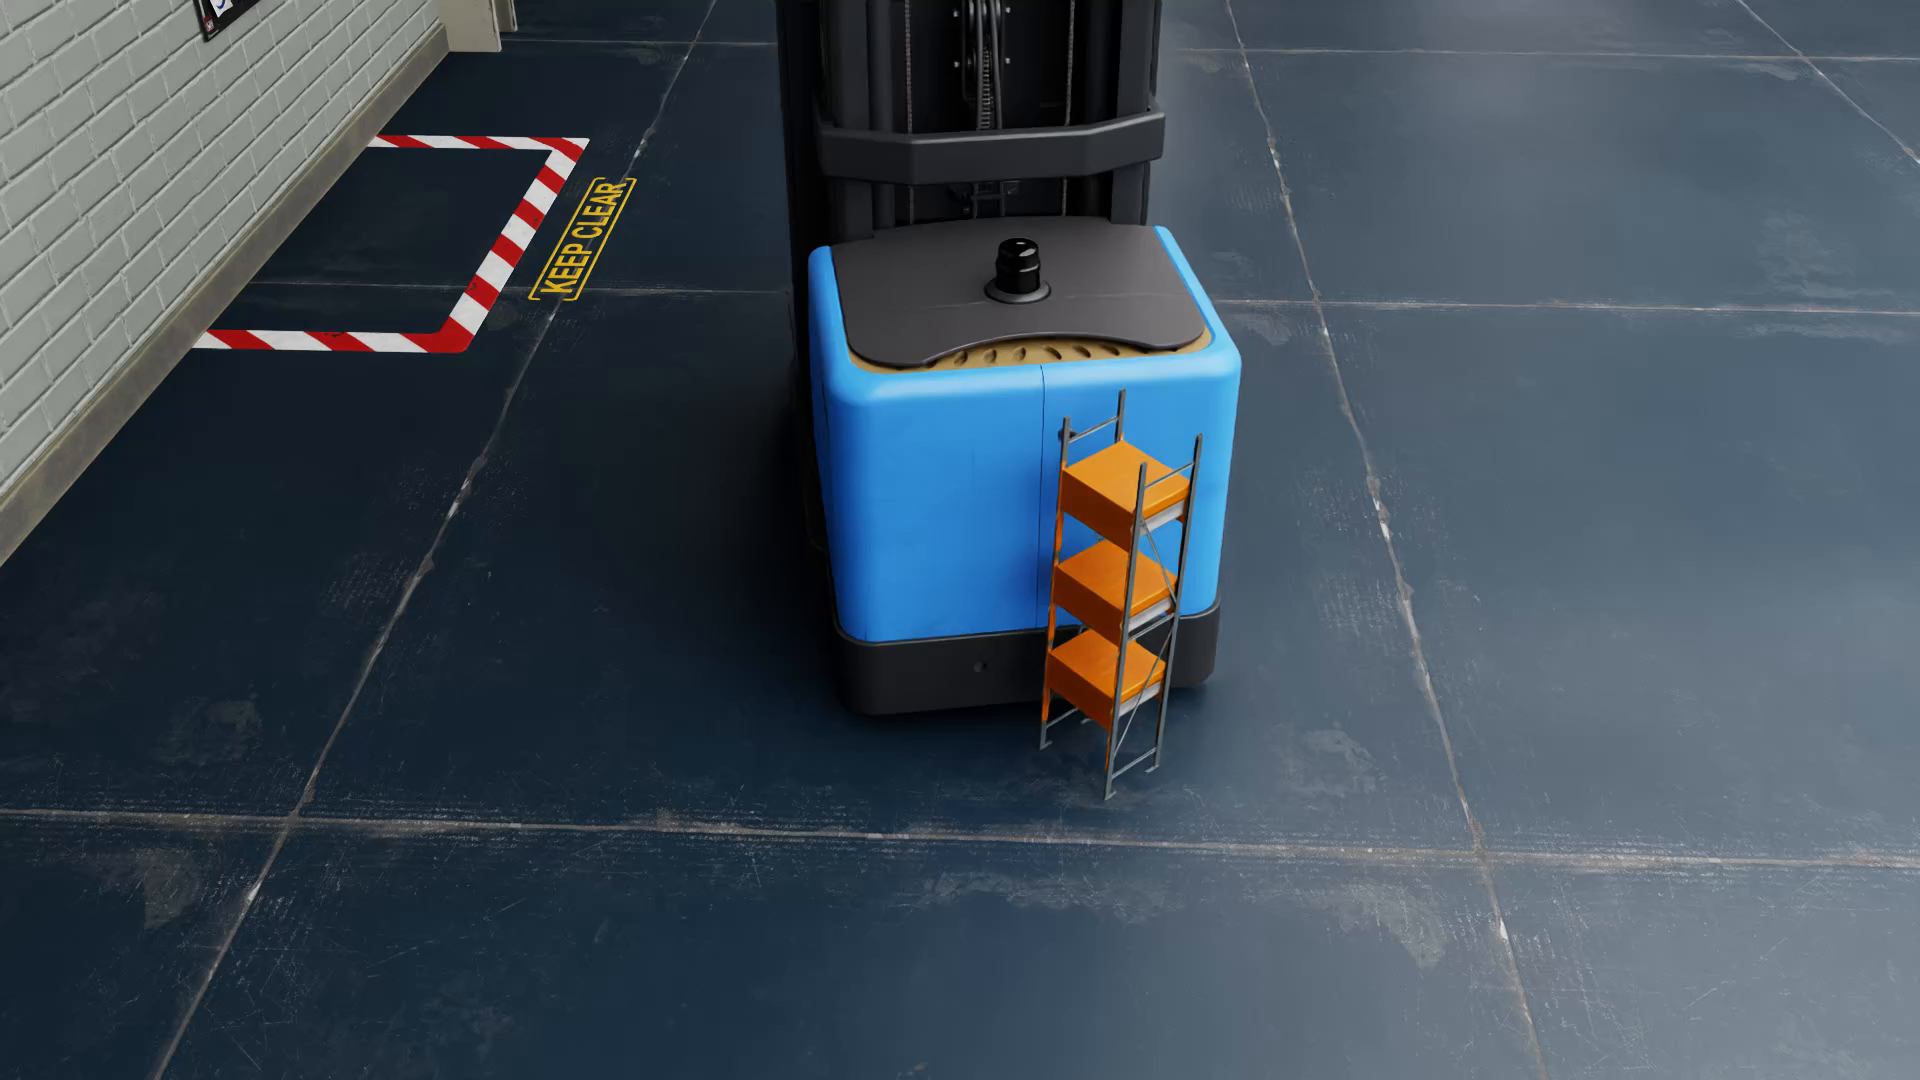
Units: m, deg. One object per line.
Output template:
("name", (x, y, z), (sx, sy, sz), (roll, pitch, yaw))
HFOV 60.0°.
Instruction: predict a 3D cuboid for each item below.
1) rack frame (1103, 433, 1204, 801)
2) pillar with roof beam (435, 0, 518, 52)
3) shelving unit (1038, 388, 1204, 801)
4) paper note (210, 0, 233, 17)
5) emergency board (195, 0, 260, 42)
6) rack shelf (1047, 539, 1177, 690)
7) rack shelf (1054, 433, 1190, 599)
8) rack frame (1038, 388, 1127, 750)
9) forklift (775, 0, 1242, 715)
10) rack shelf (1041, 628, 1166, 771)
("rack frame", (0.460, 0.216, 4.030), (0.200, 1.050, 0.008), (-27, 45, -33))
("pillar with roof beam", (1.656, -6.346, 6.453), (9.100, 9.000, 0.400), (1, 35, 2))
("shelving unit", (0.380, 0.159, 4.103), (0.215, 1.050, 0.252), (-27, 45, -33))
("paper note", (-2.859, -2.111, 6.412), (0.016, 0.148, 0.142), (1, 35, 2))
("emergency board", (-2.801, -2.567, 6.294), (0.157, 1.169, 0.626), (1, 35, 2))
("rack shelf", (0.380, 0.167, 4.109), (0.215, 0.259, 0.240), (-27, 45, -33))
("rack shelf", (0.388, -0.060, 3.939), (0.215, 0.259, 0.240), (-27, 45, -33))
("rack frame", (0.300, 0.102, 4.175), (0.200, 1.050, 0.008), (-27, 45, -33))
("forklift", (-0.009, -1.567, 4.930), (1.130, 2.935, 3.031), (-5, 35, -7))
("rack shelf", (0.373, 0.390, 4.276), (0.215, 0.259, 0.240), (-27, 45, -33))
